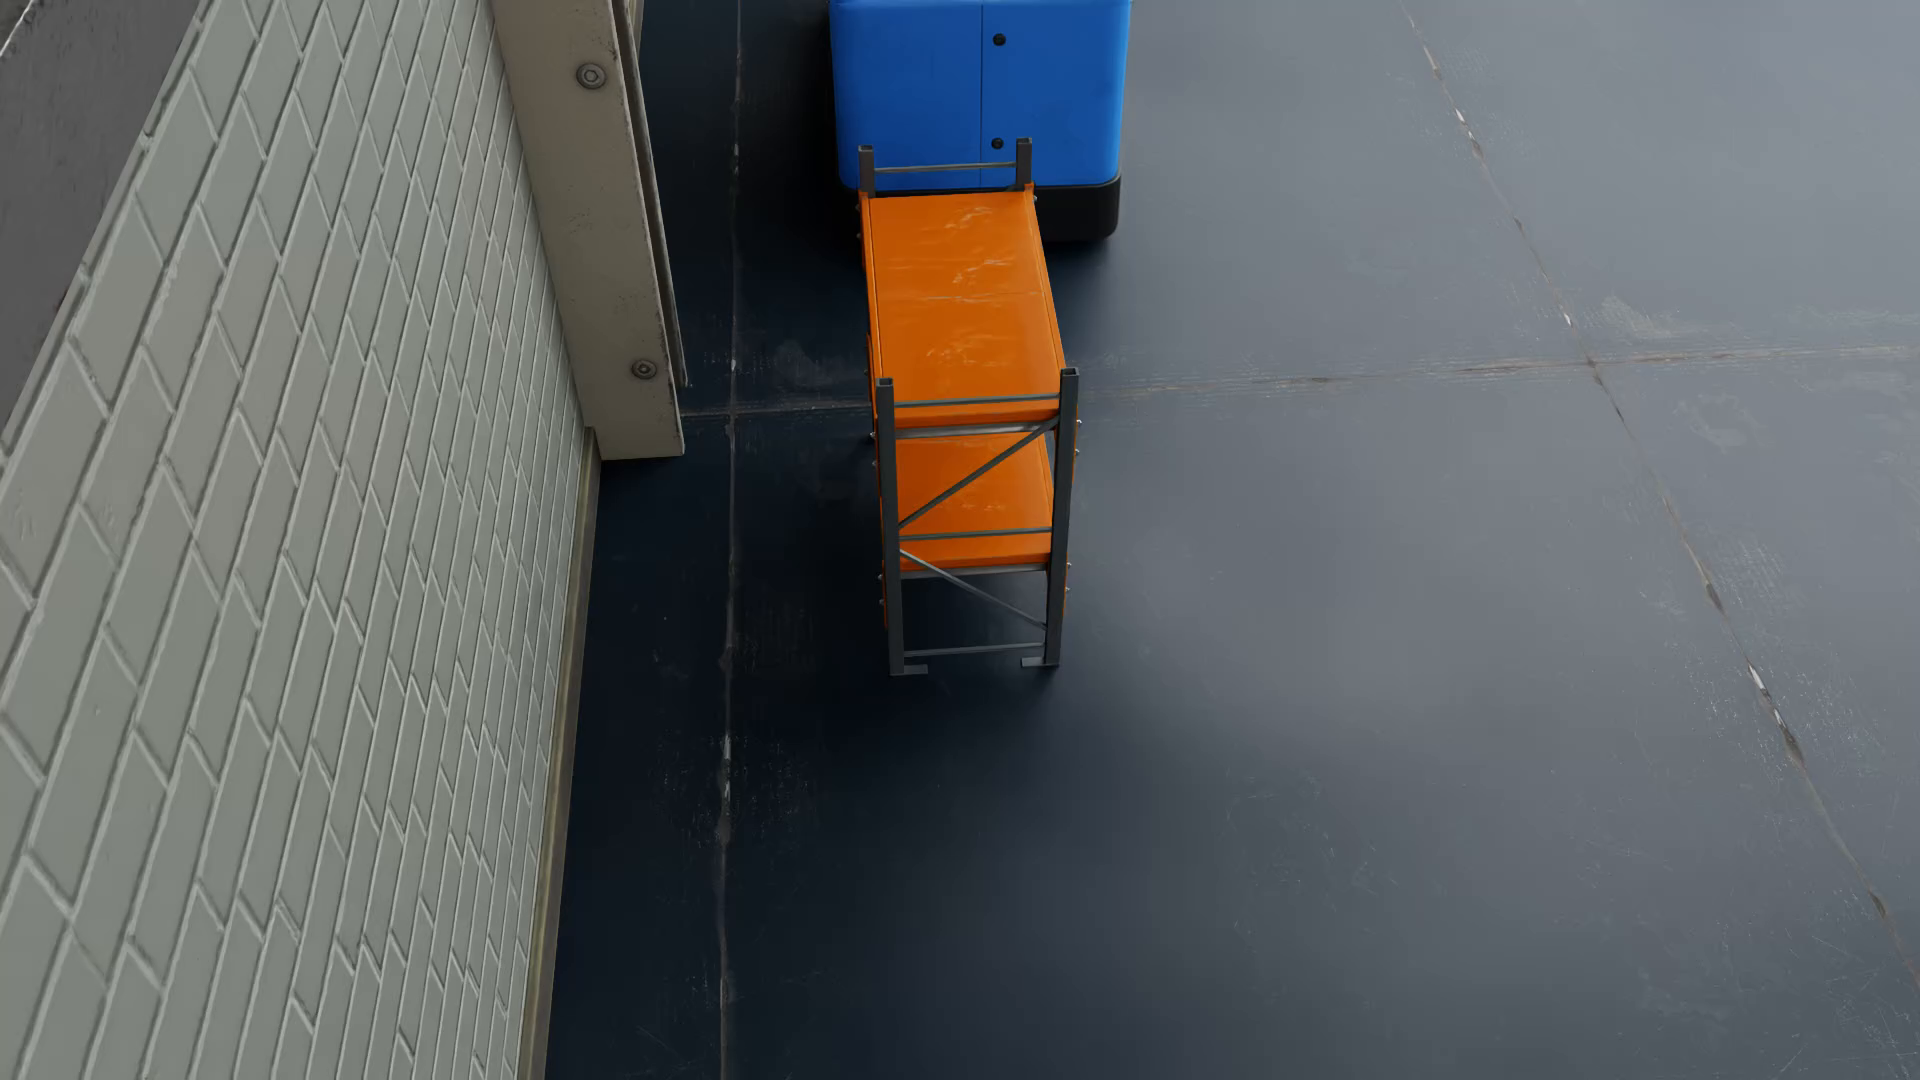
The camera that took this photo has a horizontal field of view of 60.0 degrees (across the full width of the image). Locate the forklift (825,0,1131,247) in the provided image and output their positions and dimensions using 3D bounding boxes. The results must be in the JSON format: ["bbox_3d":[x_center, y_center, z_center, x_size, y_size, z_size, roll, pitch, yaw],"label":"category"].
[{"bbox_3d":[-0.004,-3.158,6.222,1.130,2.935,3.031,-2,47,-2],"label":"forklift"}]

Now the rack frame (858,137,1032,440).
[{"bbox_3d":[-0.042,-0.750,5.185,0.500,1.125,0.032,-3,47,-3],"label":"rack frame"}]

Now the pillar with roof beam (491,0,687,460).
[{"bbox_3d":[3.203,-3.771,2.624,9.100,9.000,0.400,-3,47,-3],"label":"pillar with roof beam"}]

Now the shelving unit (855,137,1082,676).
[{"bbox_3d":[0.001,-0.382,4.837,0.538,1.125,1.048,-3,47,-3],"label":"shelving unit"}]

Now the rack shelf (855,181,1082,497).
[{"bbox_3d":[0.001,-0.583,4.624,0.538,0.278,1.000,-3,47,-3],"label":"rack shelf"}]

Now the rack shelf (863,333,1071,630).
[{"bbox_3d":[0.001,-0.214,5.014,0.538,0.278,1.000,-3,47,-3],"label":"rack shelf"}]

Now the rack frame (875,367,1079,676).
[{"bbox_3d":[0.043,-0.014,4.489,0.500,1.125,0.032,-3,47,-3],"label":"rack frame"}]
